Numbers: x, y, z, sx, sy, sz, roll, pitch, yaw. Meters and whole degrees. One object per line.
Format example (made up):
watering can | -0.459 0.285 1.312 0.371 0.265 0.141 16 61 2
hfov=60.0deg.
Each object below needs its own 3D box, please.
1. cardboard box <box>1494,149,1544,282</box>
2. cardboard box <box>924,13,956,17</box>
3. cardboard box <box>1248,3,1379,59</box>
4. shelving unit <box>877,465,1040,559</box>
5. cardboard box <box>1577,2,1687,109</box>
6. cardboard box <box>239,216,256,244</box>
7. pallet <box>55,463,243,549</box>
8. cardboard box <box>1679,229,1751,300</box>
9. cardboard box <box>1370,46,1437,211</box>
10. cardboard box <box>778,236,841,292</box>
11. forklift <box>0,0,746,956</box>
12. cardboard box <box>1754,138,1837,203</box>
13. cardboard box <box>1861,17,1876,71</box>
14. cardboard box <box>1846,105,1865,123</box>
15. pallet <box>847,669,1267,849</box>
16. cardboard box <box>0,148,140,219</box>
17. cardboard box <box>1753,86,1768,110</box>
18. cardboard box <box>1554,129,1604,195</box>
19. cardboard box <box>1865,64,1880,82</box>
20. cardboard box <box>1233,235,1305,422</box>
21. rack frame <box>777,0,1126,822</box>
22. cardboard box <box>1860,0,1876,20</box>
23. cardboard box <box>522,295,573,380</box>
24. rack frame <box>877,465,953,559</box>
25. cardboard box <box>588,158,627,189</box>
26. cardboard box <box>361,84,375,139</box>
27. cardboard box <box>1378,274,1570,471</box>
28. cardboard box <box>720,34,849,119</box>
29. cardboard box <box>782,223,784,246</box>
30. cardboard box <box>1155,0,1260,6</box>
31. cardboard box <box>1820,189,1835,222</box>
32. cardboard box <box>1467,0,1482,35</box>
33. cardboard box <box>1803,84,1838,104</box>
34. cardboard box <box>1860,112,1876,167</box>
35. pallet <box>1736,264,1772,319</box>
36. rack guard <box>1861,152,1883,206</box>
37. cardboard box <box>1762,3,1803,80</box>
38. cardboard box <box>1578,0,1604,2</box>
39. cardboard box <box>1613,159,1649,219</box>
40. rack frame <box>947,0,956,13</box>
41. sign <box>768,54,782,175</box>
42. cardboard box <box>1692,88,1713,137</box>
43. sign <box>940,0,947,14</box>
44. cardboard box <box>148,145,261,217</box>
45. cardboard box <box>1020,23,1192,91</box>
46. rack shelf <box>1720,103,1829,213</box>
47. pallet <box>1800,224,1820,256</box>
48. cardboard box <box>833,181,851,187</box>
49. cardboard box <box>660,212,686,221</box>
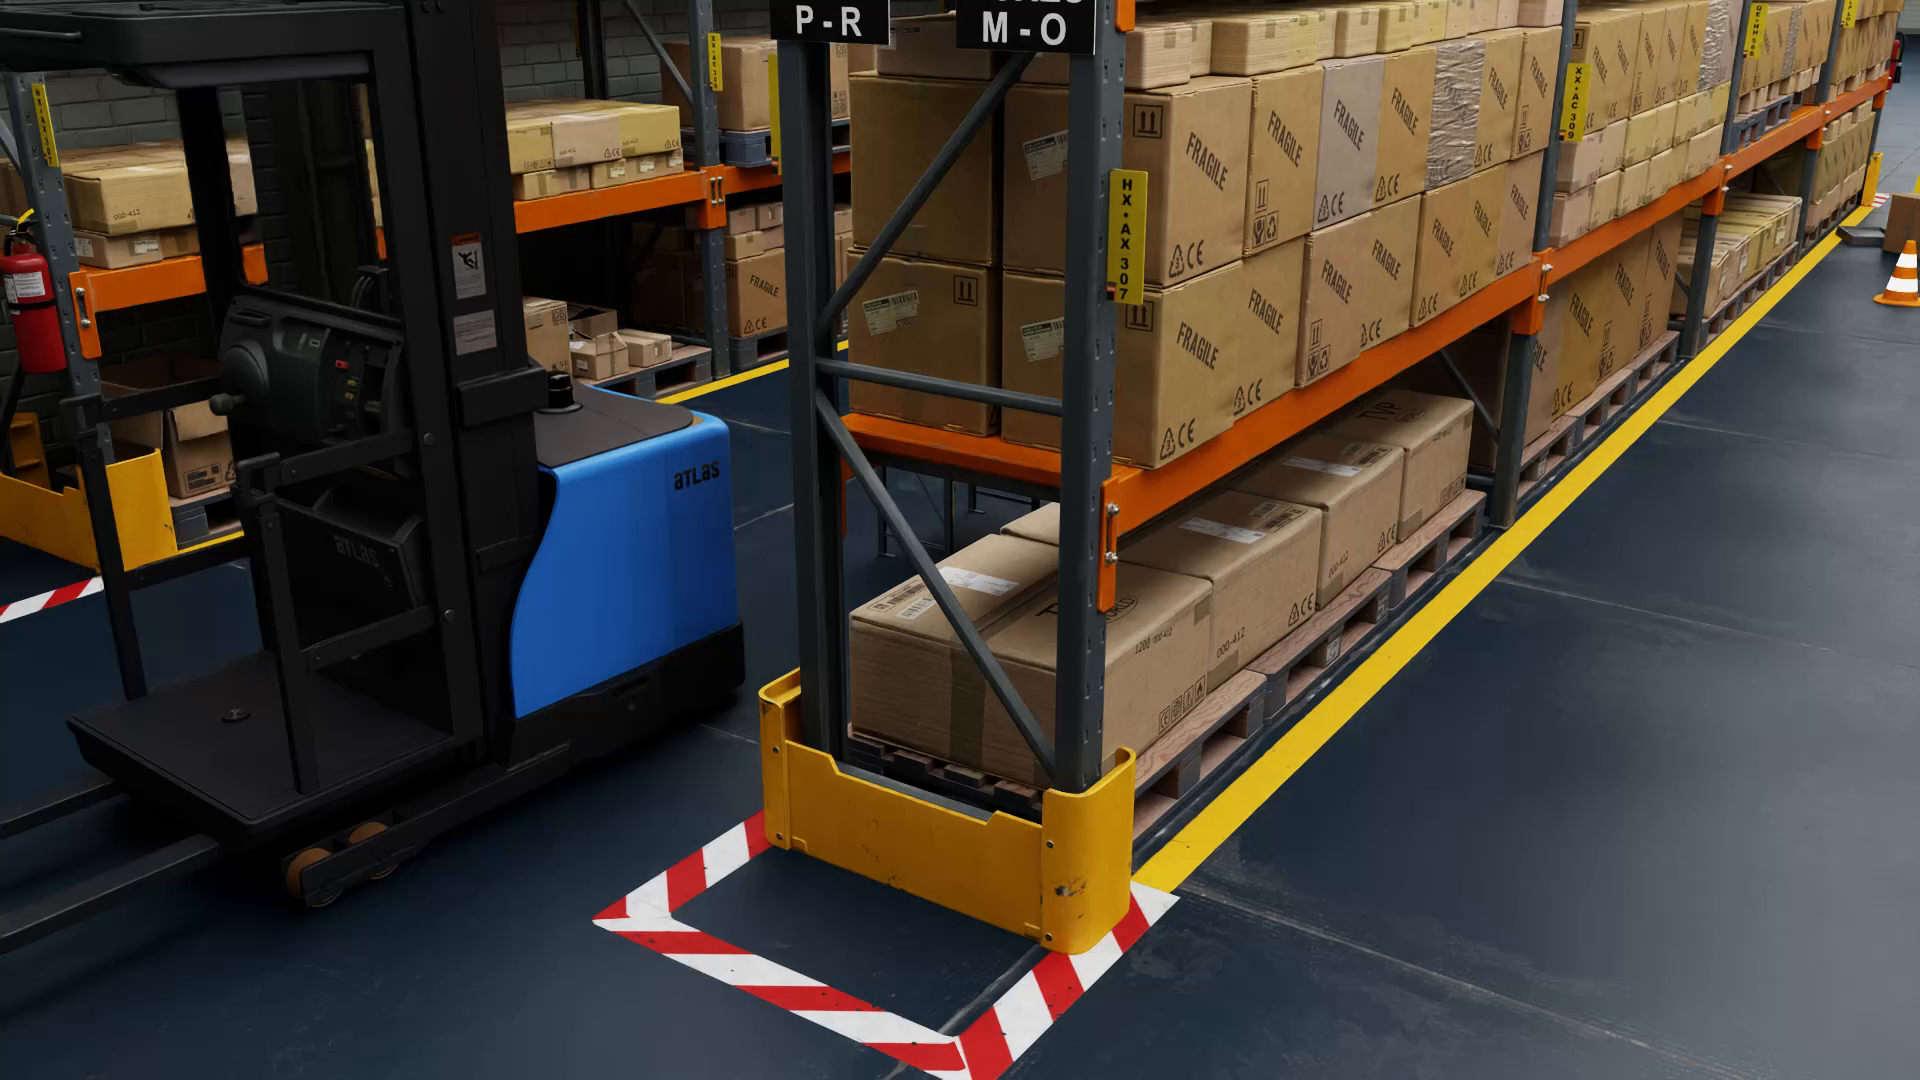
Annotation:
cardboard box | 2.154 -1.422 7.142 0.500 0.500 0.500 14 24 32
cardboard box | 0.113 -1.450 4.841 0.380 0.149 0.250 14 24 33
cardboard box | 1.124 -1.648 5.375 0.380 0.149 0.250 14 24 32
shelving unit | 0.004 -0.705 7.510 0.431 1.500 0.755 13 24 32
cardboard box | 3.520 -2.588 8.854 0.500 0.500 0.500 13 24 31
cardboard box | -3.518 -1.465 7.763 0.380 0.149 0.250 13 24 31
pallet | -3.663 -0.320 8.327 1.003 0.211 1.213 13 24 32
cardboard box | 5.186 -2.044 12.149 0.950 0.372 0.625 13 24 31
cardboard box | 1.307 -1.451 5.777 0.500 0.500 0.500 13 24 32
cardboard box | -1.155 -1.799 11.303 0.500 0.500 0.500 13 24 31
forklift | -2.100 -0.496 4.880 1.130 2.935 3.031 15 25 35
cardboard box | 7.255 -3.229 14.448 0.500 0.500 0.500 15 25 34
cardboard box | 8.001 -4.551 15.171 0.500 0.500 0.500 14 24 32
cardboard box | 8.270 -4.019 15.647 0.380 0.149 0.250 14 25 34
pallet | 0.339 0.653 5.696 1.003 0.211 1.213 13 24 32
cardboard box | -4.114 -1.630 7.636 0.500 0.250 0.500 14 25 33
cardboard box | 5.338 -3.061 11.473 0.380 0.149 0.250 13 24 32
cardboard box | 2.684 -1.793 7.785 0.500 0.250 0.500 12 24 30
cardboard box | 8.583 -4.491 15.944 0.380 0.149 0.250 14 24 33
cardboard box | 0.723 -0.690 5.161 0.500 0.500 0.500 13 24 31
rack frame | -0.046 -0.410 4.551 1.000 3.000 0.127 13 24 32
cardboard box | 7.432 -4.735 14.228 0.700 0.500 0.500 13 24 32
cardboard box | -2.634 -1.095 9.398 0.700 0.500 0.500 12 24 30
rack frame | -0.202 -0.600 7.226 0.400 1.500 0.023 13 24 32
cardboard box | -2.129 -2.108 9.503 0.380 0.149 0.250 14 24 33
cardboard box | -2.832 -2.306 8.383 0.500 0.500 0.500 14 24 33
cardboard box | 2.485 -0.952 8.472 0.875 0.875 0.875 14 25 33
cardboard box | -1.156 -3.013 10.836 0.700 0.500 0.500 14 24 32
cardboard box | -1.256 -2.075 11.115 0.380 0.149 0.250 12 23 29
cardboard box | 0.825 -1.821 5.844 0.380 0.149 0.250 14 25 34
cardboard box | 7.546 -3.033 14.998 0.500 0.250 0.500 15 25 35
cardboard box | 1.779 -2.027 6.402 0.380 0.149 0.250 13 24 31
cardboard box | 7.142 -3.763 13.978 0.380 0.149 0.250 13 24 32
cardboard box | 8.714 -3.979 16.477 0.500 0.500 0.500 13 24 32
pallet | 5.578 -1.970 12.788 1.003 0.211 1.213 13 24 32
rack guard | 8.906 -3.807 17.336 1.175 0.500 0.348 13 24 32
cardboard box | 5.764 -3.620 12.049 0.500 0.500 0.500 12 24 30
cardboard box | 3.398 -2.838 9.529 0.500 0.500 0.500 14 25 33
cardboard box | 3.260 -1.855 8.673 0.500 0.250 0.500 13 24 31
rack frame | 0.344 -3.673 13.370 1.000 3.000 0.127 13 24 32
sign | -0.487 -1.174 4.606 0.100 0.325 0.005 13 24 32
cardboard box | 4.104 -2.534 9.786 0.500 0.250 0.500 13 24 30
sign | -0.117 -4.323 13.460 0.100 0.325 0.005 13 24 32
cardboard box | -3.392 -1.669 7.740 0.500 0.250 0.500 14 24 32
cardboard box | 0.383 -1.278 4.377 0.380 0.149 0.250 14 24 33
rack shelf | 5.576 -2.942 12.432 1.077 0.370 4.000 13 24 32
pallet | 7.048 -2.745 14.882 1.003 0.211 1.213 13 24 32
cardboard box | -0.788 -2.610 12.561 0.380 0.149 0.250 13 24 31
cardboard box | -1.792 -2.092 11.160 0.380 0.149 0.250 13 24 32
